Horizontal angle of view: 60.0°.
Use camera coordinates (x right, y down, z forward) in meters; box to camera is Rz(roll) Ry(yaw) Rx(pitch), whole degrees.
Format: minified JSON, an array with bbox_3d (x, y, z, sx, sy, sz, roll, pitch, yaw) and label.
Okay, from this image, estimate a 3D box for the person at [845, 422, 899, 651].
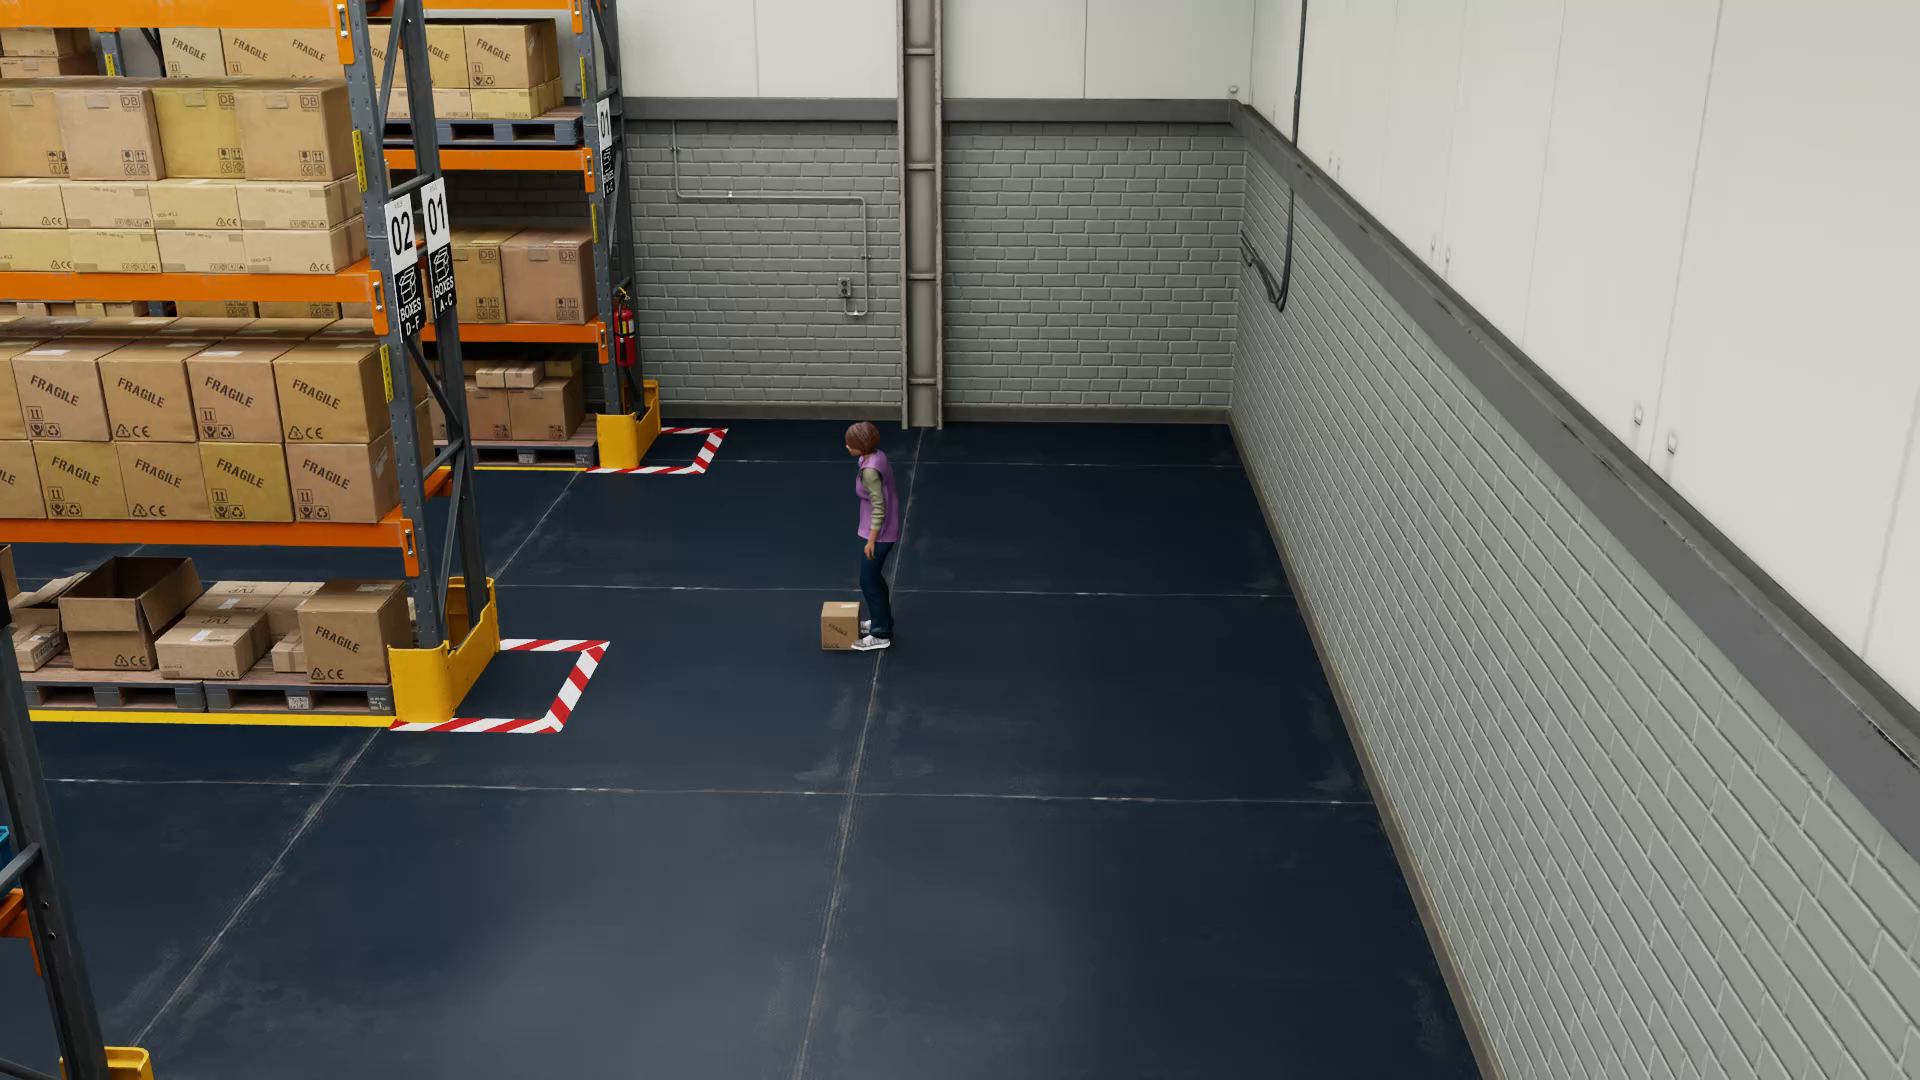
[{"bbox_3d":[-0.579,-0.032,11.198,0.348,1.580,0.471,0,21,-1],"label":"person"}]
